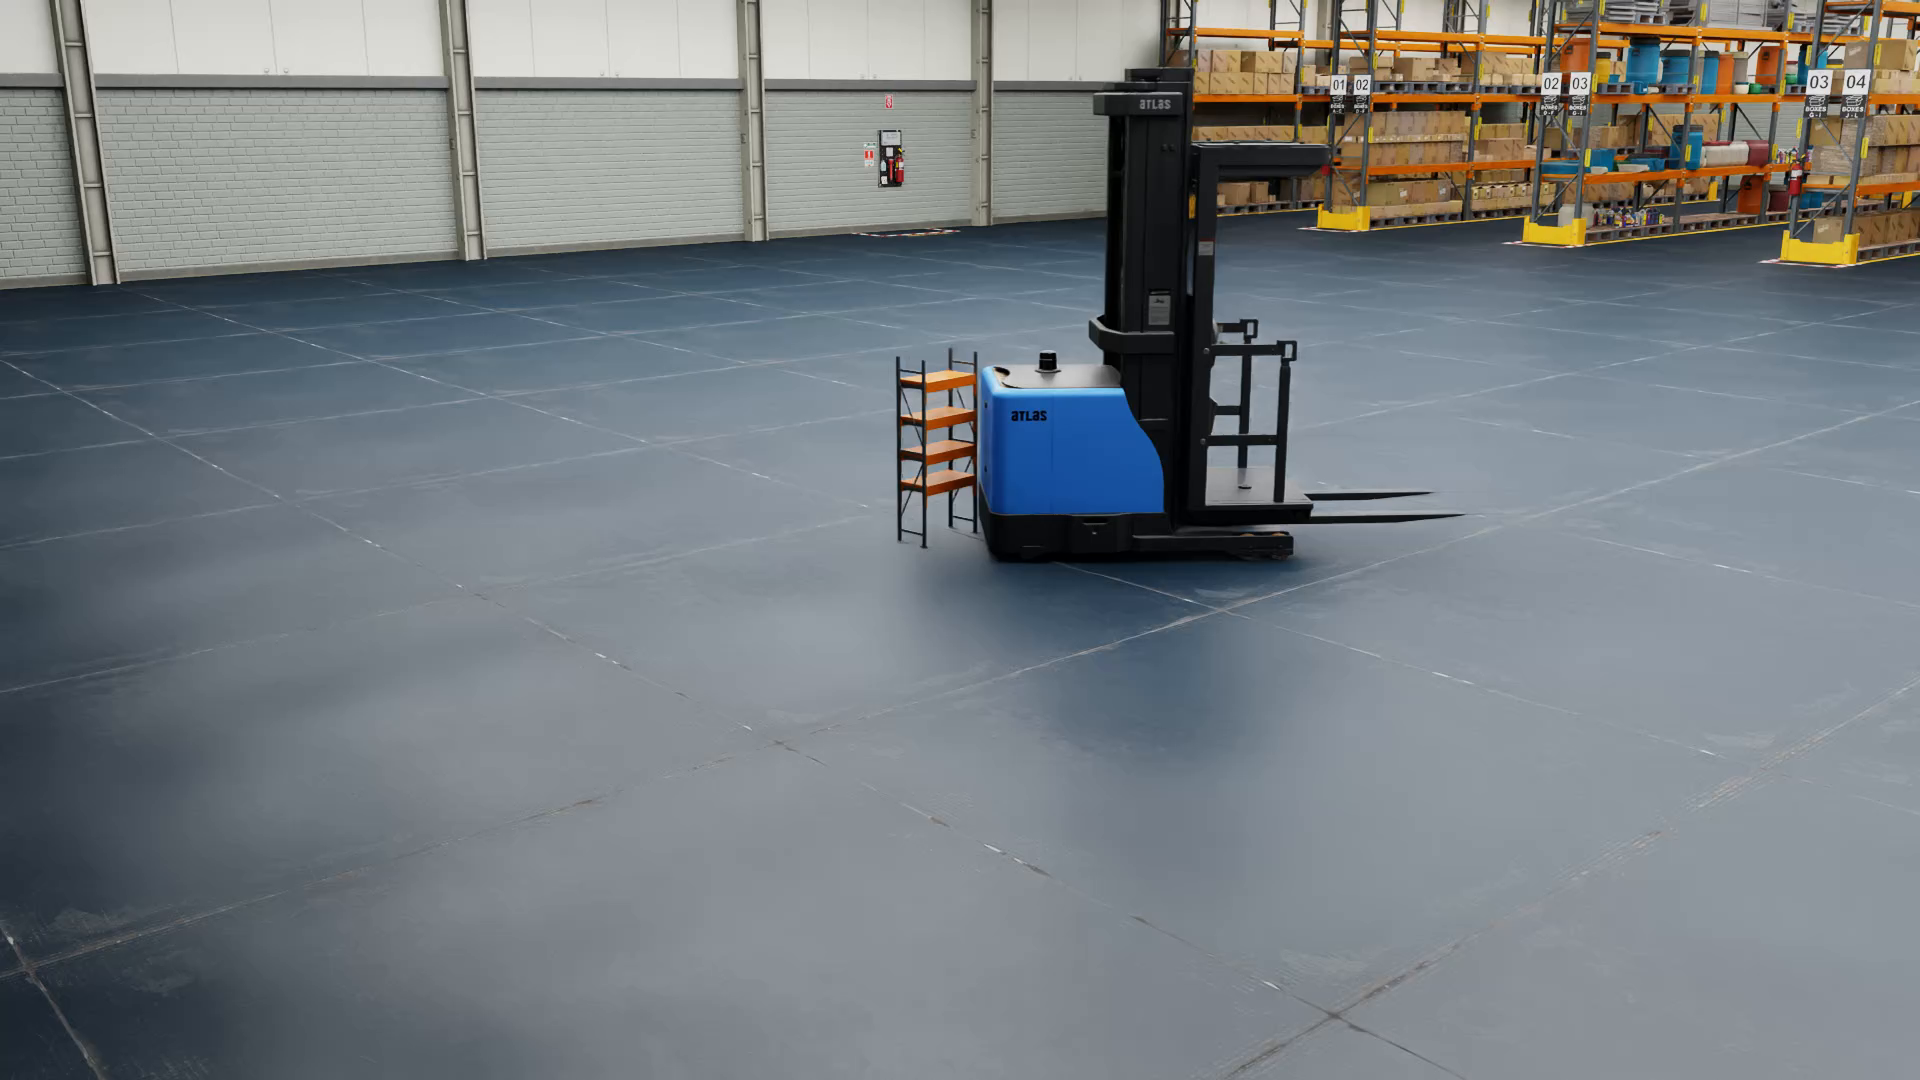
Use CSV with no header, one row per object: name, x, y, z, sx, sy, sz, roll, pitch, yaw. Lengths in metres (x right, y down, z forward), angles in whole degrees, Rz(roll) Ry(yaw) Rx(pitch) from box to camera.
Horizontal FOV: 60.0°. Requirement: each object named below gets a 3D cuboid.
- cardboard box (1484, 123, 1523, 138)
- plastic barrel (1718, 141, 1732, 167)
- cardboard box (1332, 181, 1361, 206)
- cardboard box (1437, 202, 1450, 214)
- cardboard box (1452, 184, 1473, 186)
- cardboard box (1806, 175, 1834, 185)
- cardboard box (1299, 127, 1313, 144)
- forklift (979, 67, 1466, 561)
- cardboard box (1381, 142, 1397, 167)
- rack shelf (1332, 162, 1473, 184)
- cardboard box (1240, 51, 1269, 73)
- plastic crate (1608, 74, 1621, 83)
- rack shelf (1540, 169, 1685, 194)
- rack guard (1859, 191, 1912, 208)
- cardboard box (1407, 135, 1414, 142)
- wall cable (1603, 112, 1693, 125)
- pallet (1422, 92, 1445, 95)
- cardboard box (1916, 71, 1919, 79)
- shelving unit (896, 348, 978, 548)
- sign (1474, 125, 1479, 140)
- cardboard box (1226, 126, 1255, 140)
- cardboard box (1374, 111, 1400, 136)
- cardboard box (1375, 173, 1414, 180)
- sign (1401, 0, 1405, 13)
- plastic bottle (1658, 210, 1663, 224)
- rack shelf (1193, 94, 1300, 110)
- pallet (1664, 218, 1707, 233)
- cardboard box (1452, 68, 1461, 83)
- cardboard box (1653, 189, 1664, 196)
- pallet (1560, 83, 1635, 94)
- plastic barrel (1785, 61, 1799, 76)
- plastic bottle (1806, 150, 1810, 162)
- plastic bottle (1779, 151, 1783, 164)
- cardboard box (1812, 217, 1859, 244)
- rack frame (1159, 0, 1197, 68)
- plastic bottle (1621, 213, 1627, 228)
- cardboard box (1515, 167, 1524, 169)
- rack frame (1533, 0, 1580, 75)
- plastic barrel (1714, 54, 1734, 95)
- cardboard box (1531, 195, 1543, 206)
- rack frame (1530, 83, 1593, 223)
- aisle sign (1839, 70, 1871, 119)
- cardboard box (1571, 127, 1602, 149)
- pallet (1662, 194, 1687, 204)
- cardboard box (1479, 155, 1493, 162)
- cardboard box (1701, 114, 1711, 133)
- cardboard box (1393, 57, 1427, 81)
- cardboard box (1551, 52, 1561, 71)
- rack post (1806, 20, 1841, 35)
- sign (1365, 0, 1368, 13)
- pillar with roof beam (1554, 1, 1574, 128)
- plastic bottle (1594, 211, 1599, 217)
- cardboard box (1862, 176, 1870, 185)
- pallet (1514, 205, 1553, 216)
cardboard box,15.615,-11.668,48.037,0.700,0.700,0.980,-14,20,-42
plastic barrel,16.313,-8.285,35.691,0.433,0.535,0.433,0,15,0
cardboard box,8.510,-7.575,36.359,0.500,0.500,0.500,-13,19,-39
cardboard box,10.728,-7.538,37.672,0.500,0.250,0.500,-13,19,-39
cardboard box,11.824,-8.227,39.163,0.500,0.311,0.500,-12,19,-38
cardboard box,14.880,-6.228,28.739,0.250,0.149,0.380,-13,19,-39
cardboard box,8.470,-10.172,41.971,0.500,0.500,0.700,-13,19,-39
forklift,1.664,-1.425,10.405,3.031,2.935,1.130,-1,15,-4
cardboard box,9.054,-8.405,36.208,0.500,0.500,0.700,-12,19,-38
rack shelf,9.809,-8.181,36.959,4.000,0.370,1.077,-13,19,-39
cardboard box,7.070,-11.498,40.002,0.500,0.500,0.500,-14,20,-41
plastic crate,12.790,-9.048,33.029,0.575,0.384,0.392,-13,19,-39
rack shelf,13.058,-7.216,33.346,4.000,0.370,1.077,-13,19,-39
rack guard,23.629,-8.734,42.480,0.348,0.500,1.175,-13,19,-39
cardboard box,9.708,-8.795,36.411,0.250,0.149,0.380,-13,20,-40
wall cable,21.618,-14.151,52.306,0.112,2.526,3.097,-13,19,-39
pallet,12.374,-12.176,45.075,1.213,0.211,1.003,-12,19,-37
cardboard box,16.772,-8.172,29.237,0.250,0.149,0.380,-12,19,-37
shelving unit,-0.144,-0.594,10.650,0.258,1.200,0.503,13,20,40
sign,11.684,-9.216,37.609,0.005,0.325,0.100,-13,19,-39
cardboard box,6.758,-9.733,40.175,0.500,0.500,0.500,-12,19,-38
cardboard box,9.094,-9.041,36.075,0.500,0.500,0.700,-13,20,-41
cardboard box,11.722,-9.772,44.873,0.750,0.750,0.750,-13,20,-40
sign,11.445,-13.793,42.985,0.005,0.325,0.100,-13,19,-39
plastic bottle,14.421,-6.657,34.270,0.133,0.283,0.061,-11,19,-37
rack shelf,6.555,-10.594,40.180,4.000,0.370,1.077,-13,19,-39
pallet,15.134,-6.696,35.408,1.213,0.211,1.003,-13,19,-39
cardboard box,13.363,-12.769,45.881,0.500,0.500,0.700,-14,20,-42
cardboard box,18.458,-9.244,44.181,0.250,0.166,0.380,-13,19,-39
pallet,12.238,-8.704,32.076,1.213,0.211,1.003,-13,19,-39
plastic barrel,18.823,-10.627,37.834,0.433,0.535,0.433,0,15,0
plastic bottle,19.440,-8.814,38.161,0.133,0.283,0.061,-13,19,-39
plastic bottle,18.401,-8.581,37.288,0.133,0.283,0.061,-13,19,-39
cardboard box,15.283,-5.358,29.028,0.500,0.500,0.500,-9,17,-29
rack frame,5.046,-12.052,38.432,0.127,3.000,1.000,-13,19,-39
plastic bottle,13.305,-6.406,33.332,0.133,0.283,0.061,-12,19,-38
cardboard box,16.484,-10.934,48.644,0.250,0.149,0.380,-12,19,-38
rack frame,14.336,-12.443,39.897,0.127,3.000,1.000,-13,19,-39
plastic barrel,16.329,-10.029,35.839,0.708,0.830,0.600,-13,19,-39
cardboard box,13.712,-8.195,40.131,0.500,0.250,0.500,-13,20,-40
rack frame,11.549,-7.225,31.985,0.127,3.000,1.000,-13,19,-39
aisle sign,14.951,-7.448,27.782,0.004,0.787,0.394,-13,19,-39
cardboard box,15.552,-10.043,41.527,0.500,0.500,0.700,-9,17,-29
pallet,18.793,-9.199,44.781,1.213,0.211,1.003,-13,19,-39
cardboard box,12.121,-8.856,38.580,0.250,0.149,0.380,-13,19,-39
cardboard box,19.835,-11.217,44.799,0.500,0.500,0.500,-12,19,-38
cardboard box,9.733,-10.186,35.980,0.500,0.500,0.500,-13,19,-39
cardboard box,14.669,-11.598,40.414,0.500,0.500,0.500,-13,19,-39
rack post,19.159,-11.547,37.510,0.954,0.300,0.937,-10,18,-33
sign,10.714,-14.042,43.766,0.005,0.325,0.100,-13,19,-39
pillar with roof beam,21.411,-14.550,47.784,0.400,9.000,9.100,-13,19,-39
plastic bottle,12.960,-6.579,33.992,0.135,0.276,0.152,-13,20,-41
cardboard box,15.373,-6.180,28.559,0.250,0.149,0.380,-13,19,-39
pallet,13.689,-8.066,40.538,1.213,0.211,1.003,-13,19,-39
